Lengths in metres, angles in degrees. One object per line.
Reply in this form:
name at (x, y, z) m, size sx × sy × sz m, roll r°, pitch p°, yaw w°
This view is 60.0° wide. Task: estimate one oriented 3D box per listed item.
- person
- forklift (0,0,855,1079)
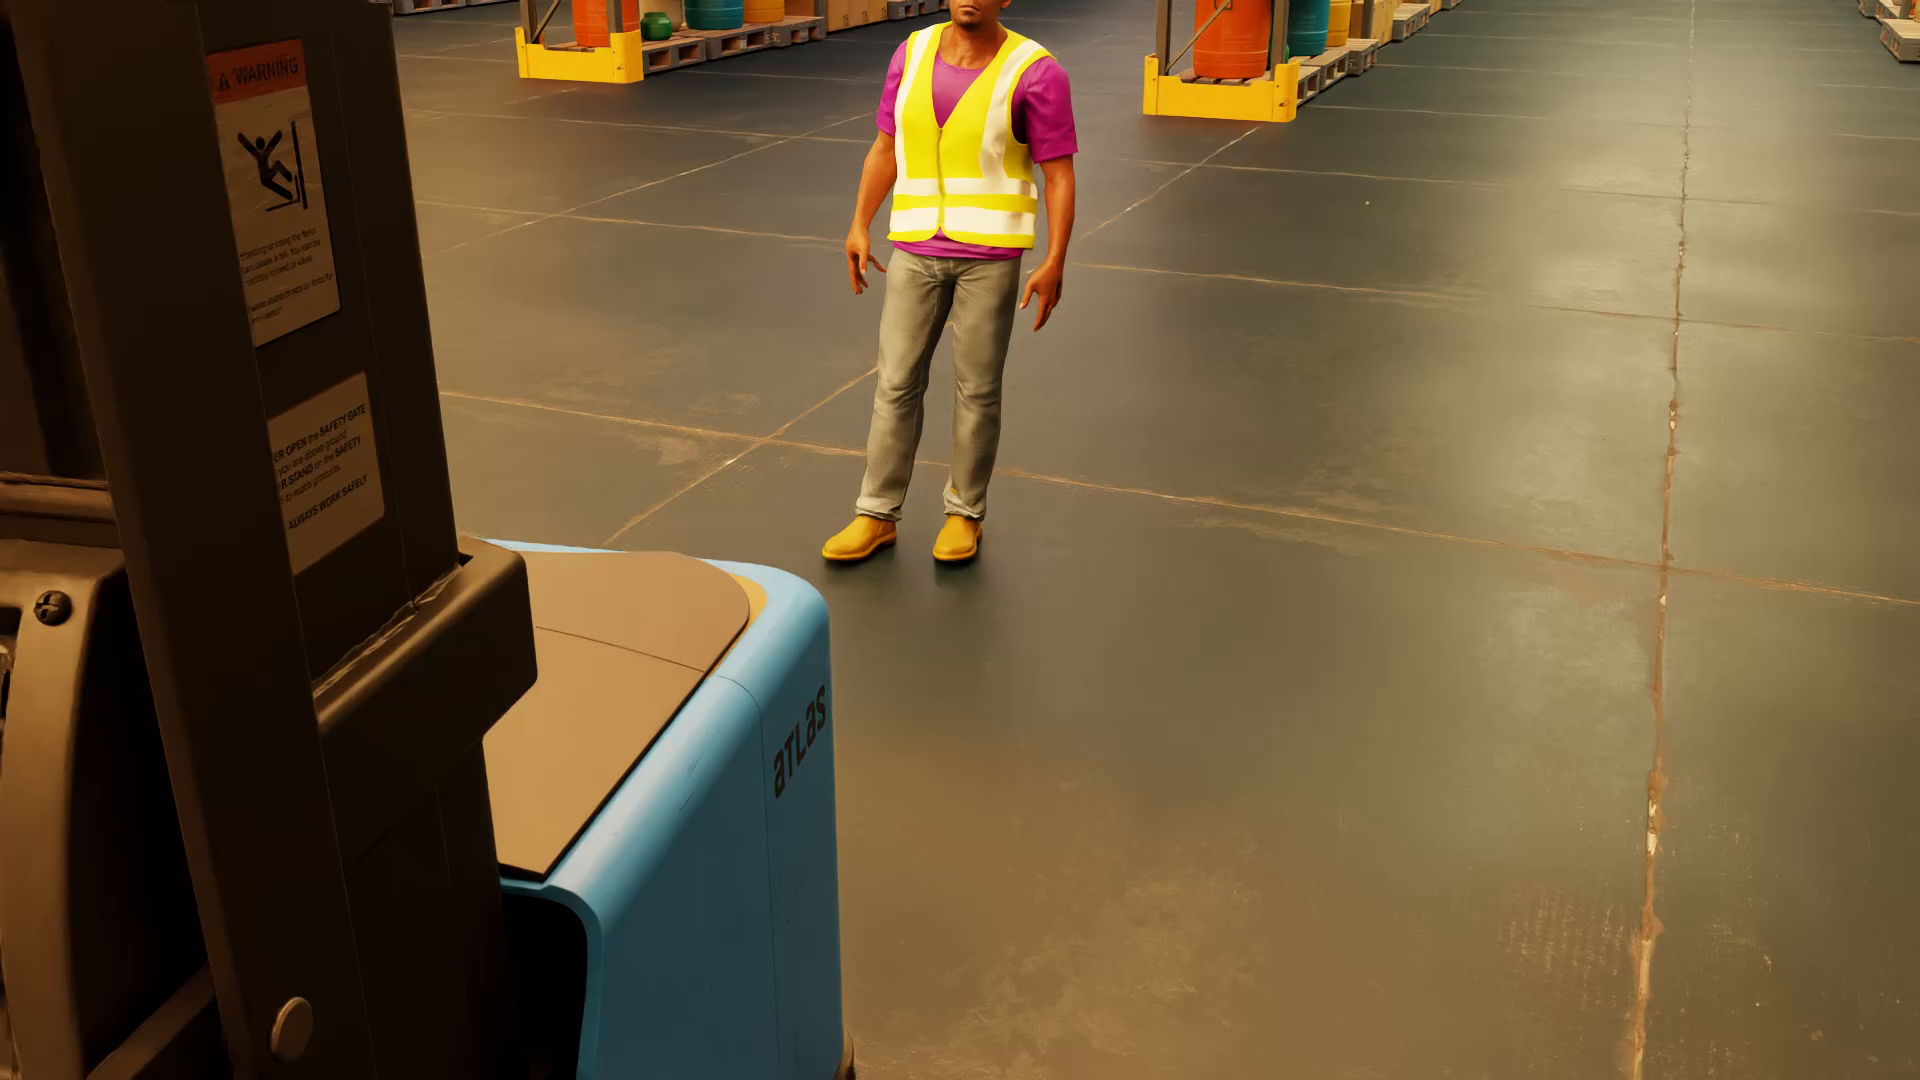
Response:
person at (-0.032, -0.797, 4.693) m, size 0.665 × 1.764 × 0.577 m, roll 9°, pitch 24°, yaw 21°
forklift at (-0.985, 0.187, 0.845) m, size 1.130 × 2.935 × 3.031 m, roll 5°, pitch 23°, yaw 12°
